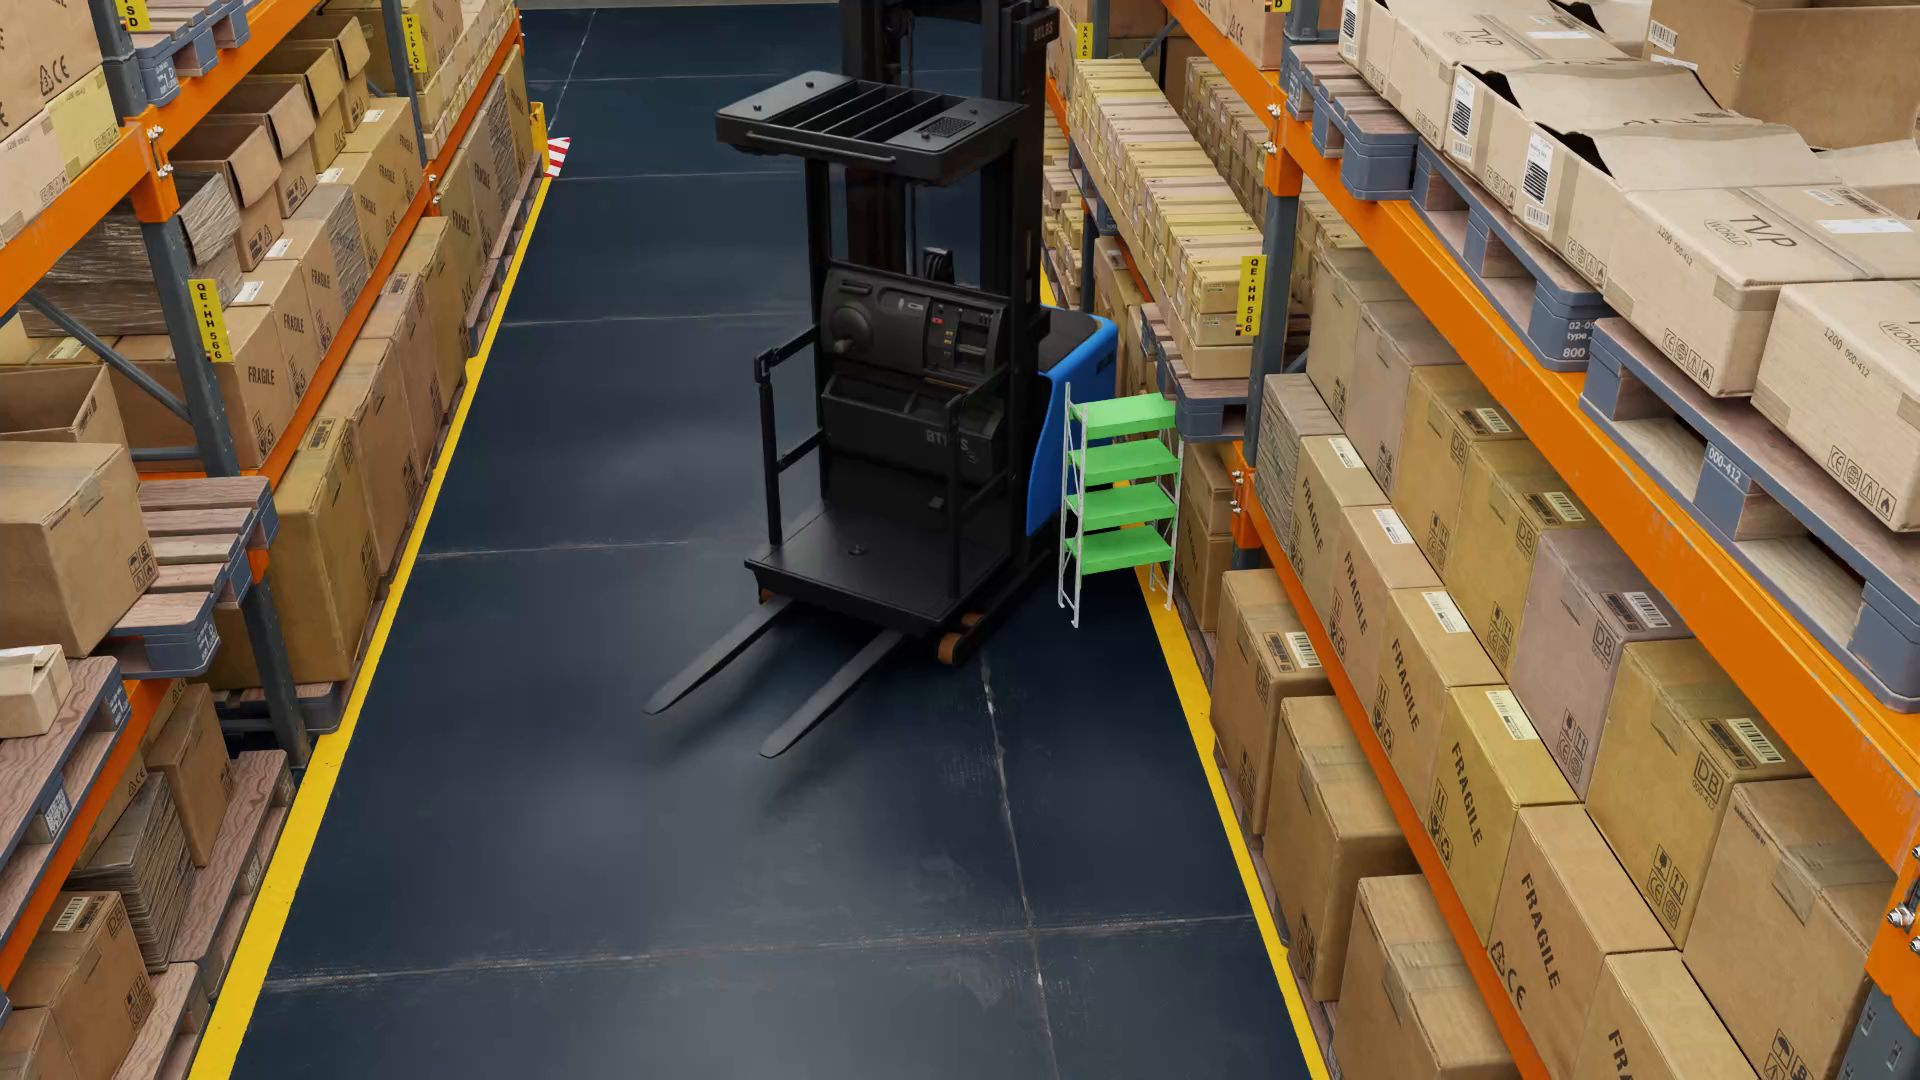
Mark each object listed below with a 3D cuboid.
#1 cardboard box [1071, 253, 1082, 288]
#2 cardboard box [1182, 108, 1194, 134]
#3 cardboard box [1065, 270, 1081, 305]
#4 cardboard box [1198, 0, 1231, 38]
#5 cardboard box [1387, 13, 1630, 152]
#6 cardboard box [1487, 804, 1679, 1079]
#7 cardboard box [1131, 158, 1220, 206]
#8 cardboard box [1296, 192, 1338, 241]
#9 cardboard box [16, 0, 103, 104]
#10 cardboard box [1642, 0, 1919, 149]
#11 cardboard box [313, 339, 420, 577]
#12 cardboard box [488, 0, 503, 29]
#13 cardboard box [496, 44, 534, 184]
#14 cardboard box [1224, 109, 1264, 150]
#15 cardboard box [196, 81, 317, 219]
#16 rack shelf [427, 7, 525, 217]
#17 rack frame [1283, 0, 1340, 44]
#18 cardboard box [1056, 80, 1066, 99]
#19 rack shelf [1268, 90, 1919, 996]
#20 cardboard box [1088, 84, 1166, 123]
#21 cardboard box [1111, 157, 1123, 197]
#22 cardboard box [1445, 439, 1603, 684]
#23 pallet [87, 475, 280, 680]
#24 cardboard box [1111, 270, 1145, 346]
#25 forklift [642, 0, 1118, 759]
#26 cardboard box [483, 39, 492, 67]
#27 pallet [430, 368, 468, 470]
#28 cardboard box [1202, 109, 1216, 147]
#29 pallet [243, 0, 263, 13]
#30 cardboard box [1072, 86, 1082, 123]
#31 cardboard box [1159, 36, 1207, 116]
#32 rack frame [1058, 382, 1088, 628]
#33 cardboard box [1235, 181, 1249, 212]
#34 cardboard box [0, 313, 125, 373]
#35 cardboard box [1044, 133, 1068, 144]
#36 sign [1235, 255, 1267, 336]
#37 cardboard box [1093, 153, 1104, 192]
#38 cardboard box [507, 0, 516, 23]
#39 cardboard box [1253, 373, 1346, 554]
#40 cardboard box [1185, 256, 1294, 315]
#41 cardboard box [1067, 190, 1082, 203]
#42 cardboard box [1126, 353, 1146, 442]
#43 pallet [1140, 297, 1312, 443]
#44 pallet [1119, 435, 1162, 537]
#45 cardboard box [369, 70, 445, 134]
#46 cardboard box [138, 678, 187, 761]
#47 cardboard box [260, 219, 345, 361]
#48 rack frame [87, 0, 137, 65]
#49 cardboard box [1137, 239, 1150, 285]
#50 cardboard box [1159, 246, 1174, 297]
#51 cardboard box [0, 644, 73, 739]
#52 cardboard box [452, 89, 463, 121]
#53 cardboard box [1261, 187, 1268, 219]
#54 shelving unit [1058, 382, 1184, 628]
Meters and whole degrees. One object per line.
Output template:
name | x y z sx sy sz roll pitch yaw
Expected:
cardboard box | 0.929 -1.768 10.866 0.380 0.149 0.250 -2 31 -4
cardboard box | 1.509 -2.418 9.708 0.380 0.149 0.250 -3 31 -6
cardboard box | 0.899 -1.679 11.006 0.380 0.149 0.250 -2 31 -4
cardboard box | 1.282 -2.361 6.755 0.500 0.500 0.500 -3 31 -5
cardboard box | 1.544 -1.307 4.727 0.500 0.250 0.500 -2 31 -3
cardboard box | 1.660 0.991 4.068 0.500 0.500 0.500 -3 31 -5
cardboard box | 1.028 -1.713 7.948 0.380 0.149 0.250 -1 31 -2
cardboard box | 1.728 -1.467 7.537 0.380 0.149 0.250 -4 31 -7
cardboard box | -3.006 -1.624 5.034 0.500 0.500 0.500 -2 31 -3
cardboard box | 2.090 -1.176 4.265 0.500 0.500 0.500 -3 31 -5
cardboard box | -3.419 -0.387 8.136 1.225 0.875 0.875 -3 31 -4
cardboard box | -3.690 -3.964 12.318 0.500 0.250 0.500 -3 31 -5
cardboard box | -3.907 -3.340 13.079 0.875 0.875 0.875 -3 31 -5
cardboard box | 1.599 -2.142 8.666 0.380 0.149 0.250 -4 31 -6
cardboard box | -3.479 -1.833 7.818 0.797 0.503 0.637 -2 31 -3
rack shelf | -3.860 -3.065 11.658 1.077 0.370 4.000 -3 31 -5
rack frame | 1.648 -3.072 5.118 1.000 3.000 0.127 -3 31 -5
cardboard box | 0.862 -3.101 11.262 0.380 0.149 0.250 -4 31 -7
rack shelf | 1.835 -0.454 4.362 1.077 0.370 4.000 -3 31 -5
cardboard box | 0.907 -2.370 9.049 0.380 0.149 0.250 -2 31 -4
cardboard box | 0.981 -1.846 8.461 0.380 0.149 0.250 -3 31 -5
cardboard box | 1.827 0.042 4.682 0.700 0.500 0.500 -3 31 -5
pallet | -3.127 0.131 5.793 1.213 0.211 1.003 -3 31 -5
cardboard box | 1.133 -1.306 9.308 0.500 0.250 0.500 -2 31 -3
forklift | -0.329 -0.933 7.454 1.130 2.935 3.031 16 34 25
cardboard box | -3.564 -3.467 11.875 0.380 0.149 0.250 -3 31 -4
pallet | -3.526 -0.765 9.825 1.003 0.211 1.213 -3 31 -5
cardboard box | 1.555 -2.284 9.194 0.380 0.149 0.250 -1 31 -2
pallet | -3.520 -2.414 7.126 1.003 0.211 1.213 -1 31 -2
cardboard box | 0.854 -2.516 9.582 0.380 0.149 0.250 -2 31 -4
cardboard box | 1.479 -2.974 10.417 0.500 0.500 0.500 -3 31 -5
rack frame | 0.528 -0.150 7.831 0.015 1.200 0.240 -9 32 -15
cardboard box | 1.634 -1.753 8.595 0.380 0.149 0.250 -1 31 -2
cardboard box | -3.592 -0.593 6.721 0.500 0.500 0.500 -2 31 -3
cardboard box | 0.775 -2.974 12.595 0.380 0.149 0.250 -2 31 -3
sign | 1.109 -0.929 6.328 0.100 0.325 0.005 -3 31 -5
cardboard box | 0.927 -1.991 8.993 0.380 0.149 0.250 -2 31 -4
cardboard box | -3.686 -4.121 12.969 0.380 0.149 0.250 -2 31 -4
cardboard box | 1.422 -0.297 6.225 0.500 0.500 0.500 -2 31 -4
cardboard box | 1.146 -1.053 6.842 0.380 0.149 0.250 -4 31 -7
cardboard box | 0.942 -2.311 11.485 0.380 0.149 0.250 -2 31 -3
cardboard box | 1.193 -0.719 9.057 0.500 0.500 0.500 -2 31 -4
pallet | 1.476 -0.773 7.306 1.213 0.211 1.003 -3 31 -5
pallet | 1.466 -0.320 9.080 1.003 0.211 1.213 -3 31 -5
cardboard box | -3.456 -2.668 10.148 0.500 0.250 0.500 -3 31 -5
cardboard box | -3.207 0.593 6.110 0.500 0.250 0.500 -2 31 -3
cardboard box | -3.176 -1.139 7.635 0.500 0.500 0.500 -3 31 -5
rack frame | -3.299 -2.886 4.806 1.000 3.000 0.127 -3 31 -5
cardboard box | 1.053 -1.322 7.873 0.380 0.149 0.250 -4 31 -7
cardboard box | 1.095 -1.197 7.375 0.380 0.149 0.250 -2 31 -3
cardboard box | -2.875 0.405 4.868 0.396 0.266 0.258 -4 31 -6
cardboard box | -3.445 -2.815 10.782 0.380 0.149 0.250 -4 31 -6
cardboard box | 1.681 -1.610 8.066 0.380 0.149 0.250 -3 31 -5
shelving unit | 0.760 -0.188 7.894 0.503 1.200 0.258 -9 32 -15
